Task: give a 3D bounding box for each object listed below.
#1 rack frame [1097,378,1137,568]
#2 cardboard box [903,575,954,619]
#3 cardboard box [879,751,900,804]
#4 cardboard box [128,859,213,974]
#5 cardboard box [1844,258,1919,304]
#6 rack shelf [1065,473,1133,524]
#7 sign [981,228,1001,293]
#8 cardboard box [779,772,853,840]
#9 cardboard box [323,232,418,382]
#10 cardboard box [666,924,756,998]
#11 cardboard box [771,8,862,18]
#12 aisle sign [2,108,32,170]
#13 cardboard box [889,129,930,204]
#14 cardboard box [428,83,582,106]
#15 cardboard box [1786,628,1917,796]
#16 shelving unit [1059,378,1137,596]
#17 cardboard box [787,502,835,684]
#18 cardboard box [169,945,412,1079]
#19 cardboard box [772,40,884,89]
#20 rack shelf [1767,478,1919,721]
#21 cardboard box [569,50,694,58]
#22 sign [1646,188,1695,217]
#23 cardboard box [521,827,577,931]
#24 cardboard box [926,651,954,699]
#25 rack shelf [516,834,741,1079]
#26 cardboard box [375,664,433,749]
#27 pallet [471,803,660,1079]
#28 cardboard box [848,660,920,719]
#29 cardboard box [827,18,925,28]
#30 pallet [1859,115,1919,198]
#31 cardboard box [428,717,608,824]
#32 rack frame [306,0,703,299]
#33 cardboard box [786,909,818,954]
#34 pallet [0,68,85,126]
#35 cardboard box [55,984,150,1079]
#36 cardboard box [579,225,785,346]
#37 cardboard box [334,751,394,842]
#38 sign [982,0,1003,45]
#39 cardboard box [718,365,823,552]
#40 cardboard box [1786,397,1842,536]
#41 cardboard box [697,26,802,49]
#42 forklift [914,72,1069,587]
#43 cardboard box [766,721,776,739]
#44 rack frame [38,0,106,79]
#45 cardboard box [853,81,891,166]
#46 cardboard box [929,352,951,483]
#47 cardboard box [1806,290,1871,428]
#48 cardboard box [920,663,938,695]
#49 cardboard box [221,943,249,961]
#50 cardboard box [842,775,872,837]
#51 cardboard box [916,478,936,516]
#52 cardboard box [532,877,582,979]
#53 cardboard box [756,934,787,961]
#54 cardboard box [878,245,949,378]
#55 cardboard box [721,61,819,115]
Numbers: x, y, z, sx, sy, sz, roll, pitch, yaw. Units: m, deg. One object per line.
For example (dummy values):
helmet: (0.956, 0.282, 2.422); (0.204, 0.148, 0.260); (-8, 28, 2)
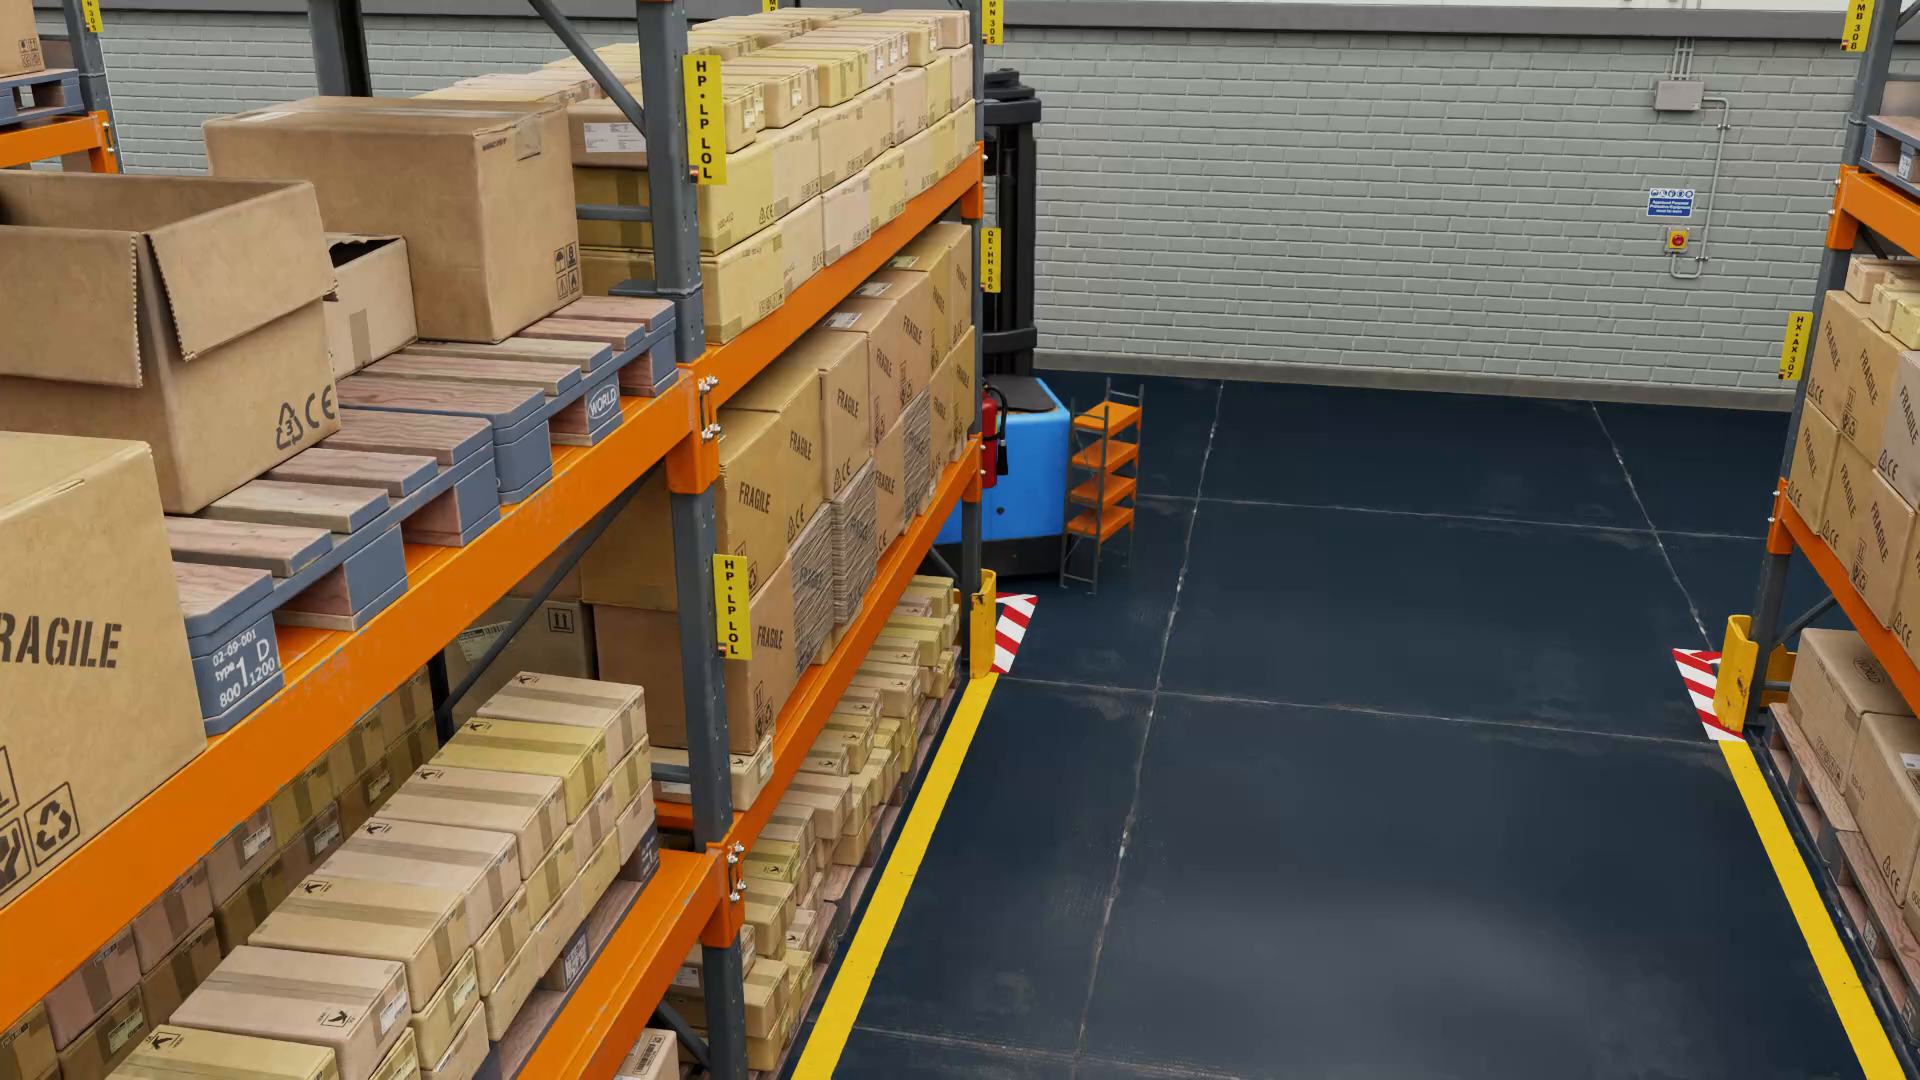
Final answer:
rack frame: (0.954, -0.403, 10.248); (0.240, 1.200, 0.015); (12, 25, 27)
cardboard box: (-0.245, 0.294, 8.567); (0.380, 0.149, 0.250); (5, 22, 12)
cardboard box: (-0.483, 1.045, 7.499); (0.380, 0.149, 0.250); (5, 22, 12)
cardboard box: (-1.942, 0.827, 3.762); (0.380, 0.149, 0.250); (4, 22, 10)
cardboard box: (4.138, -1.133, 7.311); (0.380, 0.149, 0.250); (5, 22, 12)
rack shelf: (0.833, -0.261, 10.077); (0.258, 0.148, 0.480); (12, 25, 27)
sign: (0.154, -1.405, 8.354); (0.100, 0.325, 0.005); (4, 22, 11)
cardboard box: (-0.647, 1.057, 6.672); (0.380, 0.149, 0.250); (5, 22, 12)
cardboard box: (-1.586, -0.547, 3.739); (0.500, 0.311, 0.500); (4, 22, 10)
cardboard box: (-0.928, 1.433, 5.737); (0.380, 0.149, 0.250); (5, 23, 13)
cardboard box: (-0.674, -2.409, 7.801); (0.380, 0.149, 0.250); (4, 22, 10)
aisle sign: (-5.499, -2.441, 9.420); (0.394, 0.787, 0.004); (4, 22, 11)
cardboard box: (-0.430, -1.539, 6.845); (0.500, 0.250, 0.500); (5, 23, 13)
cardboard box: (-1.361, -1.280, 4.998); (0.380, 0.149, 0.250); (5, 22, 12)
cardboard box: (4.445, 0.812, 7.690); (0.875, 0.438, 0.875); (4, 22, 9)
shelving unit: (0.833, -0.324, 10.052); (0.258, 1.200, 0.503); (12, 25, 27)
cardboard box: (-0.759, 0.164, 5.899); (0.500, 0.500, 0.500); (4, 22, 11)
cardboard box: (-1.358, 0.976, 3.393); (0.380, 0.149, 0.250); (3, 22, 9)
cardboard box: (-0.501, -1.805, 6.302); (0.380, 0.149, 0.250); (4, 22, 9)
rack shelf: (4.074, 0.635, 6.226); (1.077, 0.370, 4.000); (4, 22, 11)
cardboard box: (-1.166, -1.657, 5.935); (0.380, 0.149, 0.250); (4, 22, 11)
sign: (5.575, -2.646, 13.047); (0.327, 0.218, 0.001); (4, 22, 11)
cardboard box: (-1.195, 0.823, 4.170); (0.380, 0.149, 0.250); (5, 23, 13)
cardboard box: (-0.241, 0.667, 8.437); (0.380, 0.149, 0.250); (5, 23, 13)
rack shelf: (-1.609, 1.757, 3.439); (1.077, 0.370, 4.000); (4, 22, 11)
cardboard box: (-1.732, 0.447, 4.707); (0.380, 0.149, 0.250); (6, 23, 14)
pallet: (-1.499, 1.049, 4.490); (1.003, 0.211, 1.213); (4, 22, 11)
cardboard box: (-0.396, 0.678, 7.613); (0.380, 0.149, 0.250); (5, 23, 13)
cardboard box: (-0.363, -2.189, 7.256); (0.380, 0.149, 0.250); (4, 22, 9)
pallet: (4.341, -1.509, 6.688); (1.003, 0.211, 1.213); (4, 22, 11)
cardboard box: (-1.146, 0.598, 4.332); (0.380, 0.149, 0.250); (4, 22, 9)
rack frame: (-1.201, -2.091, 4.000); (1.000, 3.000, 0.127); (4, 22, 11)
cardboard box: (-0.758, 1.519, 6.322); (0.380, 0.149, 0.250); (4, 22, 11)
pallet: (-5.361, -2.264, 8.564); (1.003, 0.211, 1.213); (4, 22, 11)
cardboard box: (-1.994, 1.065, 3.570); (0.380, 0.149, 0.250); (4, 22, 10)
cardboard box: (-0.848, -0.779, 4.958); (0.500, 0.250, 0.500); (6, 23, 14)
cardboard box: (-1.783, 0.680, 4.527); (0.380, 0.149, 0.250); (4, 22, 10)
sign: (0.154, -2.523, 7.904); (0.100, 0.325, 0.005); (4, 22, 11)
cardboard box: (-0.779, -0.293, 5.697); (0.500, 0.500, 0.500); (4, 22, 9)
cardboard box: (4.103, -0.323, 7.507); (0.500, 0.500, 0.500); (4, 22, 10)
cardboard box: (-0.870, -2.032, 6.866); (0.380, 0.149, 0.250); (5, 22, 12)
forklift: (0.102, -1.592, 10.883); (1.130, 2.935, 3.031); (3, 22, 9)
cardboard box: (-0.843, 0.630, 5.611); (0.380, 0.149, 0.250); (5, 22, 12)
rack frame: (-5.220, -3.969, 8.663); (1.000, 3.000, 0.127); (4, 22, 11)
cardboard box: (-0.554, -1.579, 6.275); (0.500, 0.250, 0.500); (3, 22, 9)
cardboard box: (-0.335, -0.583, 7.755); (0.500, 0.500, 0.500); (4, 22, 10)
cardboard box: (4.105, -0.787, 7.320); (0.500, 0.500, 0.500); (4, 22, 10)
cardboard box: (-0.317, 0.624, 8.146); (0.380, 0.149, 0.250); (4, 22, 9)
cardboard box: (-1.890, 1.007, 4.111); (0.380, 0.149, 0.250); (5, 22, 11)
cardboard box: (-0.585, 1.097, 6.970); (0.380, 0.149, 0.250); (4, 22, 11)
cardboard box: (-0.328, -0.238, 7.765); (0.380, 0.149, 0.250); (5, 22, 12)
cardboard box: (-1.193, 0.960, 4.229); (0.380, 0.149, 0.250); (4, 22, 11)
cardboard box: (-0.850, 1.474, 6.034); (0.380, 0.149, 0.250); (5, 22, 11)
cardboard box: (-0.338, -1.048, 7.569); (0.500, 0.500, 0.500); (4, 22, 9)
cardboard box: (-0.690, -1.515, 5.584); (0.380, 0.149, 0.250); (4, 22, 9)
